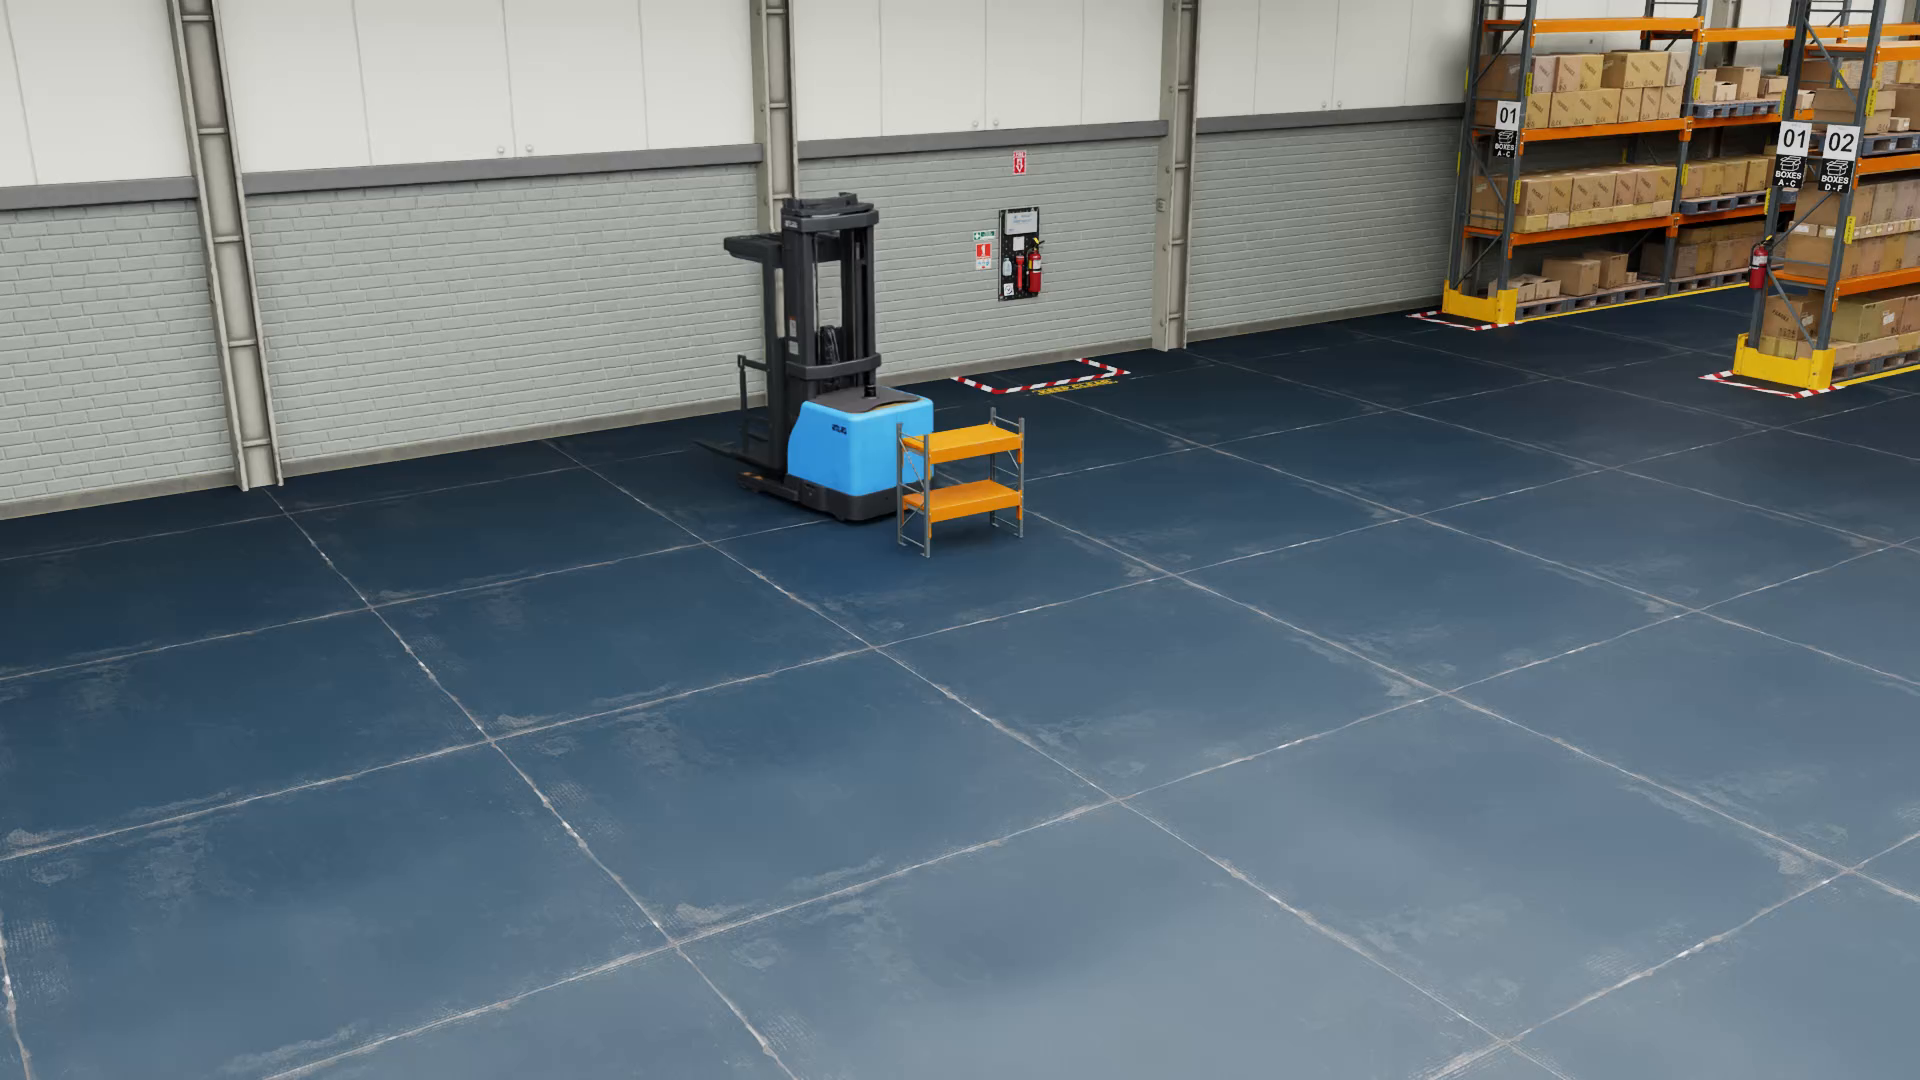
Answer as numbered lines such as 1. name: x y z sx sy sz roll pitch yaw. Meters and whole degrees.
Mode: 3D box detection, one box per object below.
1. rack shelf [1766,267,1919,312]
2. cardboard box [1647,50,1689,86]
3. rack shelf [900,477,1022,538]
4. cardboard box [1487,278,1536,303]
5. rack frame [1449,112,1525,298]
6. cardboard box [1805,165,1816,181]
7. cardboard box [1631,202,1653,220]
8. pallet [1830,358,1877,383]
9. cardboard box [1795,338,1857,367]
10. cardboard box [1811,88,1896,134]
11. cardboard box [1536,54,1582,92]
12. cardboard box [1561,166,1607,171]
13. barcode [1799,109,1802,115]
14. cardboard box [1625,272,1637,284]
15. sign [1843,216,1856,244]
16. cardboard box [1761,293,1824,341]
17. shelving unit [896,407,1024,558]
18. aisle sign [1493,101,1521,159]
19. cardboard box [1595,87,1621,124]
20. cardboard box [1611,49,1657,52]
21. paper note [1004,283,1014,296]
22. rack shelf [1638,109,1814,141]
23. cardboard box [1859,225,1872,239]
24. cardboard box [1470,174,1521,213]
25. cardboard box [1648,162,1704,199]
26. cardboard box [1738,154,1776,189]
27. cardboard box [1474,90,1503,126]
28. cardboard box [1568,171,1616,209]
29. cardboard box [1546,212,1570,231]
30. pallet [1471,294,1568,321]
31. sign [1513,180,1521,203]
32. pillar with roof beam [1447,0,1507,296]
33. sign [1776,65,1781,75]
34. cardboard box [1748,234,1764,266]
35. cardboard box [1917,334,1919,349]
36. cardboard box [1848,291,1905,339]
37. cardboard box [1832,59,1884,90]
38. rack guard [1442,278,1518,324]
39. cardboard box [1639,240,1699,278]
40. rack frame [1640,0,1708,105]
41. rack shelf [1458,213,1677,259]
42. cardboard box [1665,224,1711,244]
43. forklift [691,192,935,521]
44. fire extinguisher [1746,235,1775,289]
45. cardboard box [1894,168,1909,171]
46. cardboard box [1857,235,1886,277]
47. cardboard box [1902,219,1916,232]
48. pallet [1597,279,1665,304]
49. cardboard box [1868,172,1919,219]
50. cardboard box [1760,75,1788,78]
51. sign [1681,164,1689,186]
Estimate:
1. rack shelf: 12.204 -3.489 22.004 4.000 0.370 1.077 -12 22 -31
2. cardboard box: 10.878 -7.297 25.713 0.500 0.500 0.500 -14 23 -36
3. rack shelf: 0.006 -0.302 15.146 1.000 0.278 0.538 -12 22 -31
4. cardboard box: 8.434 -3.834 25.414 0.500 0.311 0.500 -15 24 -37
5. rack frame: 7.806 -4.802 24.764 0.127 3.000 1.000 -12 22 -31
6. cardboard box: 15.034 -6.426 28.916 0.500 0.500 0.500 -11 22 -30
7. cardboard box: 10.497 -5.195 26.129 0.500 0.250 0.500 -12 22 -31
8. pallet: 11.149 -2.302 21.725 1.213 0.211 1.003 -12 22 -31
9. cardboard box: 11.104 -2.409 21.323 0.500 0.250 0.500 -12 22 -31
10. cardboard box: 11.016 -5.313 20.556 0.637 0.503 0.797 -10 21 -28
11. cardboard box: 8.708 -6.831 24.334 0.500 0.500 0.500 -12 22 -32
12. cardboard box: 9.786 -5.597 26.147 0.500 0.500 0.500 -11 22 -30
13. barcode: 10.520 -5.355 20.812 0.075 0.075 0.001 -12 22 -31
14. cardboard box: 10.717 -4.270 26.929 0.250 0.166 0.380 -16 24 -38
15. sign: 10.834 -3.775 20.253 0.005 0.325 0.100 -12 22 -31
16. cardboard box: 10.818 -2.903 21.615 0.500 0.500 0.500 -12 22 -31
17. shelving unit: 0.006 -0.534 15.068 1.048 1.125 0.538 -12 22 -31
18. aisle sign: 7.911 -5.940 24.073 0.004 0.787 0.394 -12 22 -31
19. cardboard box: 9.558 -6.549 25.062 0.500 0.500 0.500 -10 21 -28
20. cardboard box: 10.581 -7.448 26.159 0.500 0.500 0.500 -11 22 -30
21. paper note: 0.633 -3.244 21.533 0.142 0.148 0.016 -12 22 -31
22. rack shelf: 12.817 -6.939 27.525 4.000 0.370 1.077 -12 22 -31
23. cardboard box: 11.199 -3.891 20.901 0.250 0.149 0.380 -13 22 -33
24. cardboard box: 8.083 -5.235 25.079 0.500 0.500 0.500 -12 22 -32
25. cardboard box: 11.591 -5.843 27.000 0.500 0.500 0.700 -12 22 -31
26. cardboard box: 13.649 -6.275 28.280 0.500 0.500 0.700 -14 23 -36
27. cardboard box: 8.015 -6.421 24.682 0.500 0.500 0.500 -10 21 -28
28. cardboard box: 9.648 -5.367 25.468 0.500 0.500 0.500 -11 22 -30
29. cardboard box: 8.814 -4.836 25.070 0.500 0.250 0.500 -13 22 -33
30. pallet: 8.568 -3.628 25.646 1.213 0.211 1.003 -12 22 -31
31. sign: 8.105 -5.067 24.196 0.005 0.325 0.100 -12 22 -31
32. pillar with roof beam: 10.283 -6.847 21.446 0.400 9.000 9.100 -12 22 -31
33. sign: 14.189 -8.064 28.800 0.005 0.325 0.100 -12 22 -31
34. cardboard box: 13.421 -5.035 28.669 0.500 0.500 0.700 -12 22 -31
35. cardboard box: 12.775 -2.761 22.365 0.500 0.250 0.500 -12 22 -31
36. cardboard box: 11.931 -2.944 21.736 0.500 0.500 0.500 -12 22 -31
37. cardboard box: 15.744 -8.190 29.259 0.500 0.500 0.700 -11 21 -29
38. rack guard: 7.870 -3.631 25.204 0.348 0.500 1.175 -12 22 -31
39. cardboard box: 11.752 -4.665 27.575 0.500 0.500 0.700 -11 22 -30
40. rack frame: 11.147 -8.348 25.887 0.127 3.000 1.000 -12 22 -31
41. rack shelf: 9.477 -4.813 25.921 4.000 0.370 1.077 -12 22 -31
42. cardboard box: 12.118 -5.098 27.687 0.500 0.250 0.500 -12 22 -33
43. forklift: -1.603 -1.959 16.464 1.130 2.935 3.031 -16 25 -40
44. fire extinguisher: 10.180 -3.544 21.165 0.183 0.674 0.296 -12 22 -31
45. cardboard box: 16.737 -6.786 29.981 0.500 0.500 0.500 -12 22 -31
46. cardboard box: 11.367 -3.697 21.341 0.500 0.500 0.700 -11 22 -30
47. cardboard box: 12.054 -4.071 21.434 0.250 0.149 0.380 -12 22 -32
48. pallet: 10.605 -4.057 26.917 1.213 0.211 1.003 -12 22 -31
49. cardboard box: 12.250 -4.499 21.686 0.500 0.500 0.700 -12 22 -31
50. cardboard box: 13.760 -7.623 28.240 0.500 0.500 0.500 -12 22 -31
51. sign: 11.452 -5.773 26.284 0.005 0.325 0.100 -12 22 -31
